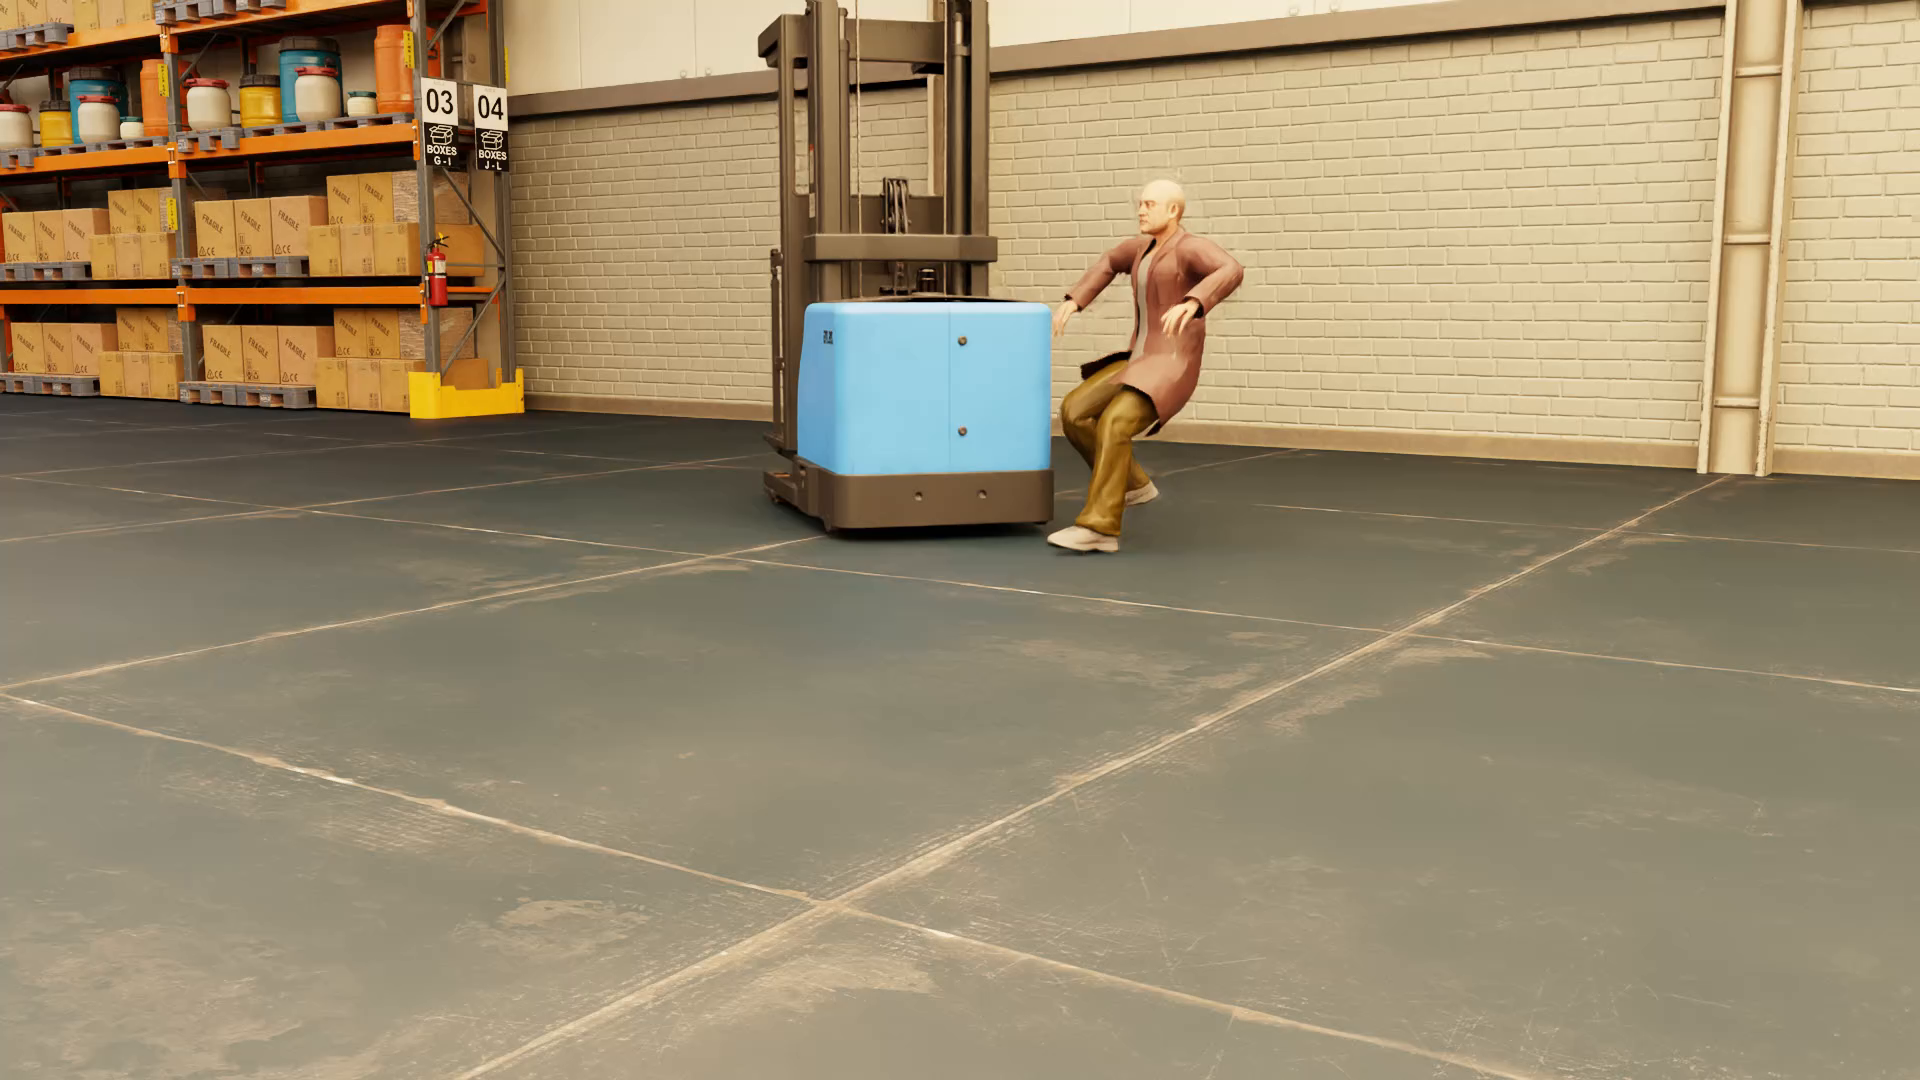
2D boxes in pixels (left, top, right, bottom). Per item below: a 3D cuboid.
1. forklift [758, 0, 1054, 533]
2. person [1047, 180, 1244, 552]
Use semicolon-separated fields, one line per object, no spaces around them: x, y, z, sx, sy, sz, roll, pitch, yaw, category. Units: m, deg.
-0.452;-1.653;8.818;1.130;2.935;3.031;-2;8;-16;forklift
0.690;-0.775;7.344;0.856;1.612;1.127;-3;9;-23;person
